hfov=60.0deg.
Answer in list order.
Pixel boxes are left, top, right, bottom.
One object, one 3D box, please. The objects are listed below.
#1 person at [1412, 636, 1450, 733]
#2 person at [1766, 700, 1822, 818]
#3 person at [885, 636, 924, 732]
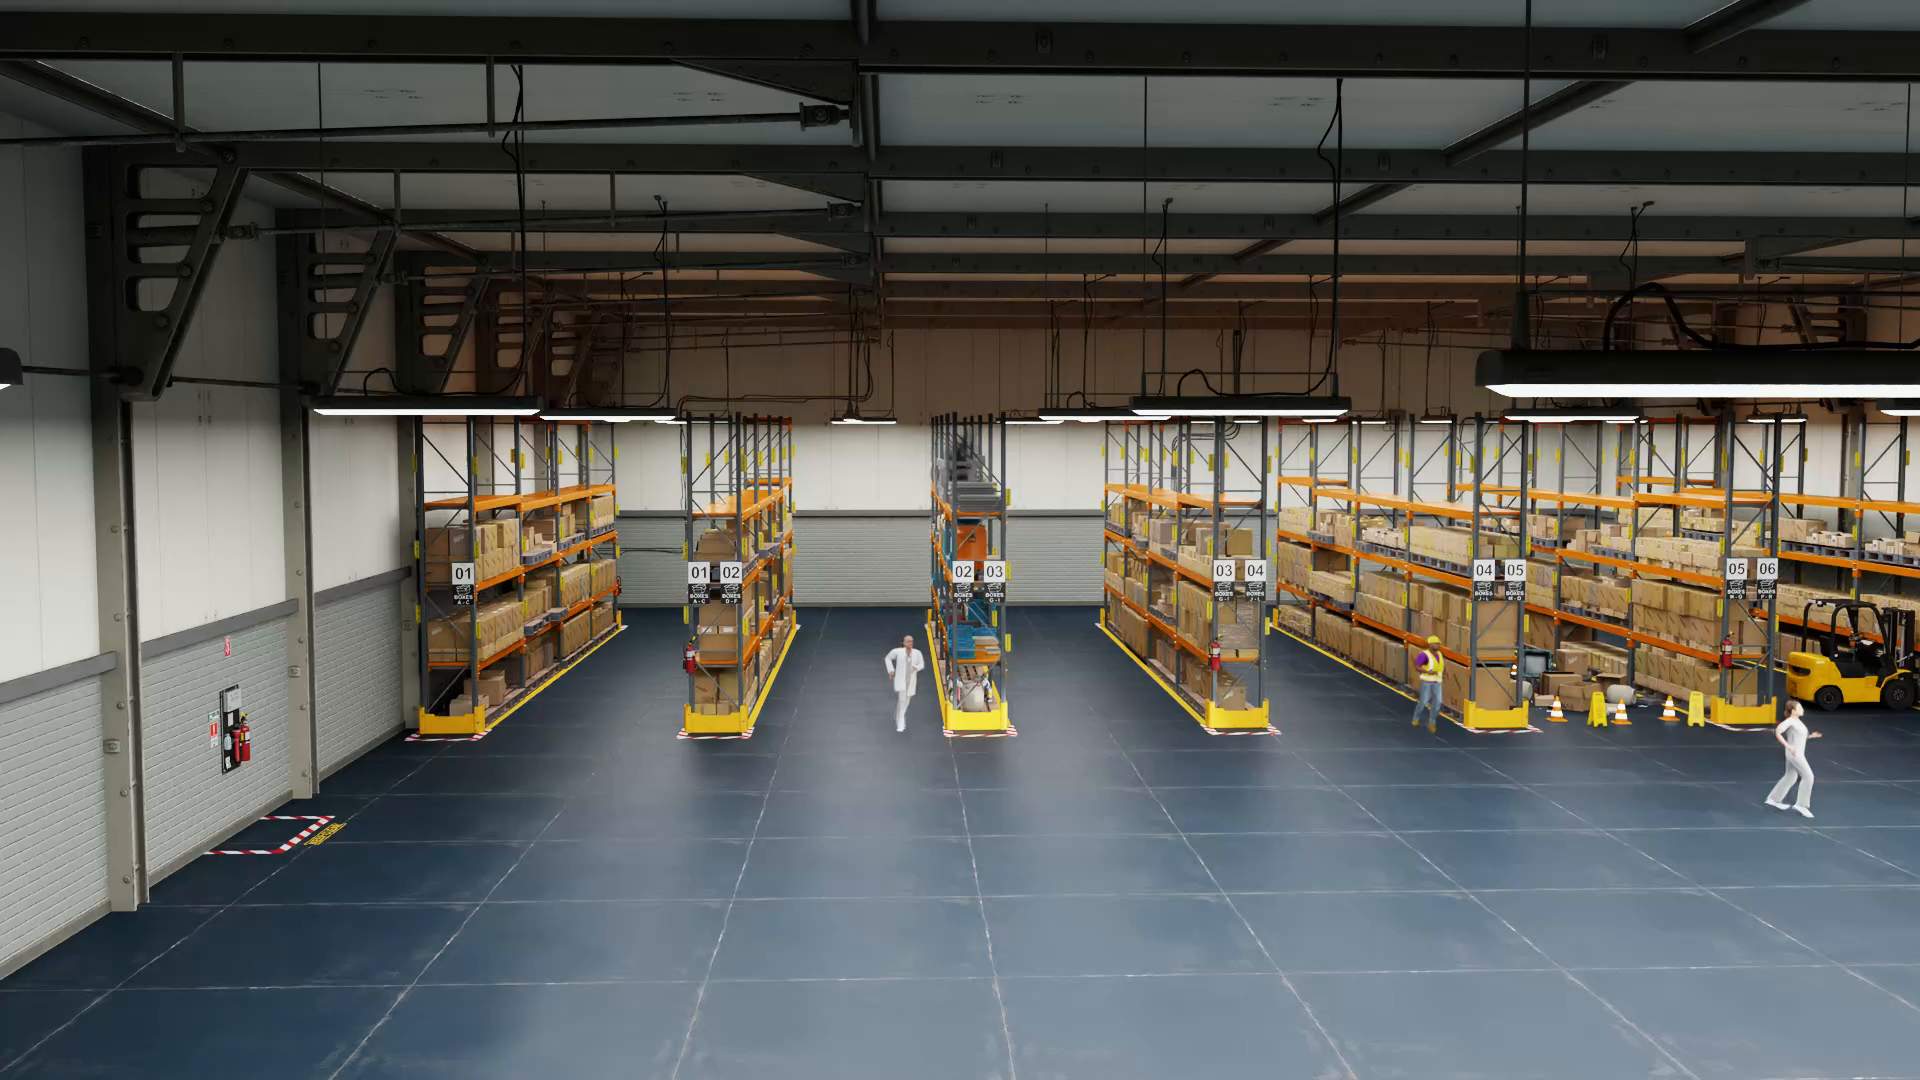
[{"bbox_3d":[8.935,2.714,31.416,0.762,1.803,0.677,-1,4,-19],"label":"person"},{"bbox_3d":[12.300,3.215,24.533,0.712,1.723,0.546,2,5,32],"label":"person"},{"bbox_3d":[-1.038,2.731,31.546,0.704,1.853,0.797,-2,4,-21],"label":"person"}]
